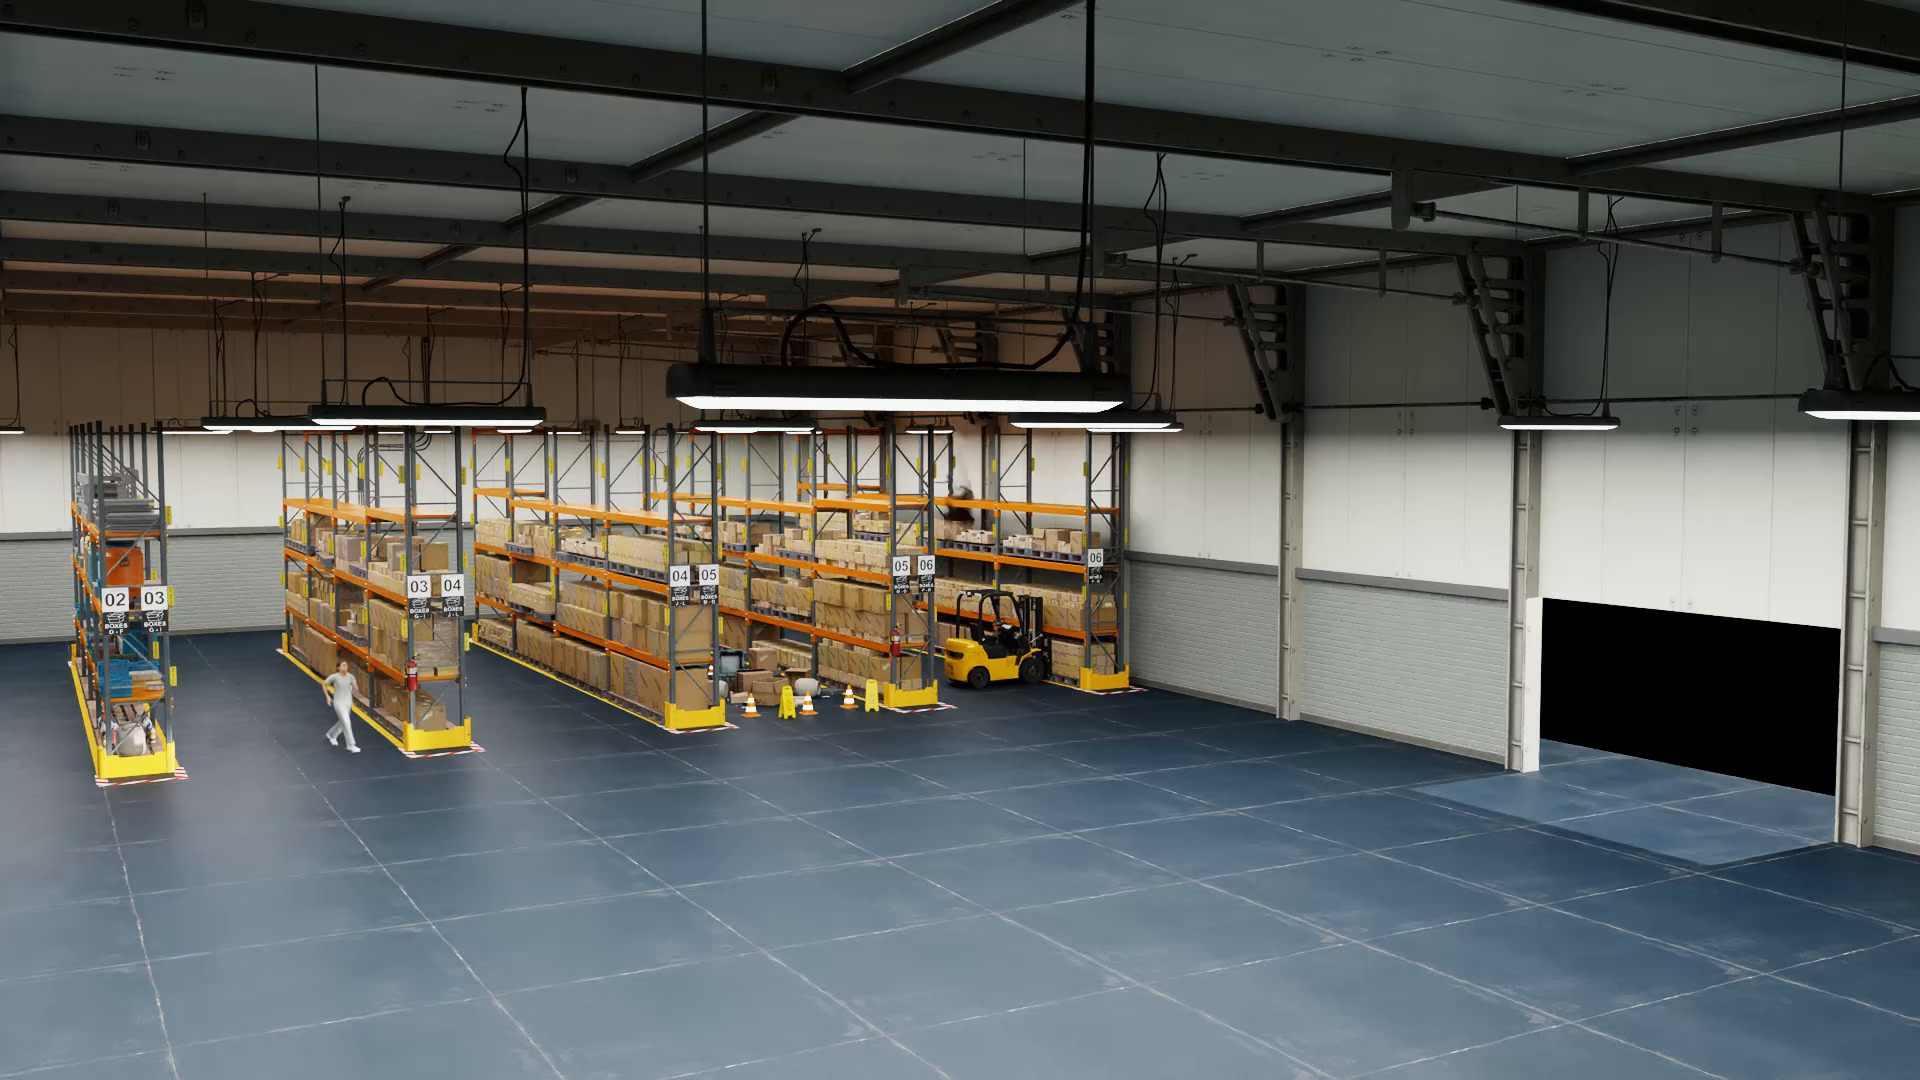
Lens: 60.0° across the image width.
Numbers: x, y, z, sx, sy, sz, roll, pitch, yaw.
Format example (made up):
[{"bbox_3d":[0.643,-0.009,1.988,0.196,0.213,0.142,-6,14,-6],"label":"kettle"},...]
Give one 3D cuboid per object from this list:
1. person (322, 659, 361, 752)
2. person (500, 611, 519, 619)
[{"bbox_3d":[-11.247,2.988,30.250,0.970,1.655,0.561,2,4,33],"label":"person"},{"bbox_3d":[-13.130,1.880,48.355,0.687,1.727,0.943,0,4,4],"label":"person"}]
